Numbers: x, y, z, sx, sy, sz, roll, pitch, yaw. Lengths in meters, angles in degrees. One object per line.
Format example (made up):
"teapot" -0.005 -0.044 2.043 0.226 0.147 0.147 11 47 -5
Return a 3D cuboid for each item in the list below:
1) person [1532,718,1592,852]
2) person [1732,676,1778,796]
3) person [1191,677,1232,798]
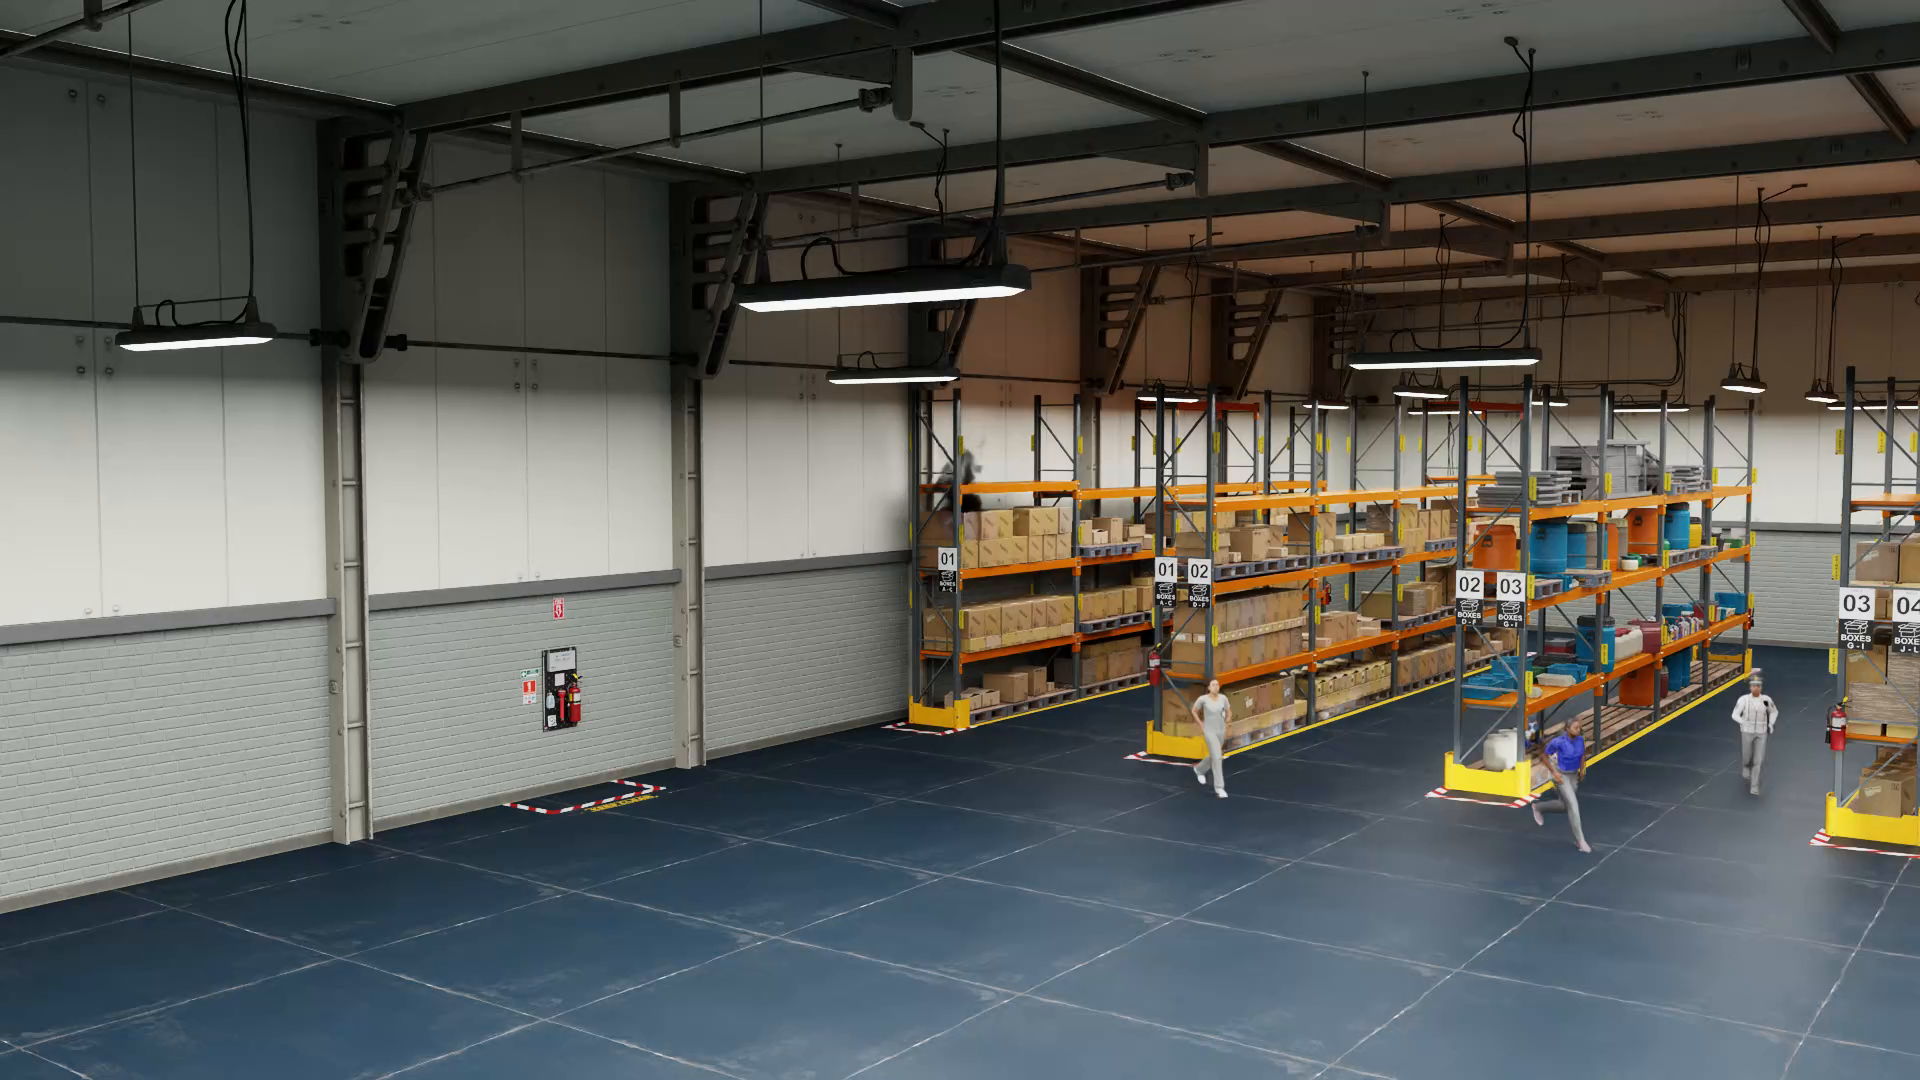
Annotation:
"person" 7.548 3.022 20.865 0.575 1.654 0.983 -2 4 -26
"person" 11.466 2.785 23.973 0.618 1.669 0.890 1 3 21
"person" 3.651 2.801 23.958 0.557 1.682 0.894 -1 3 -21
